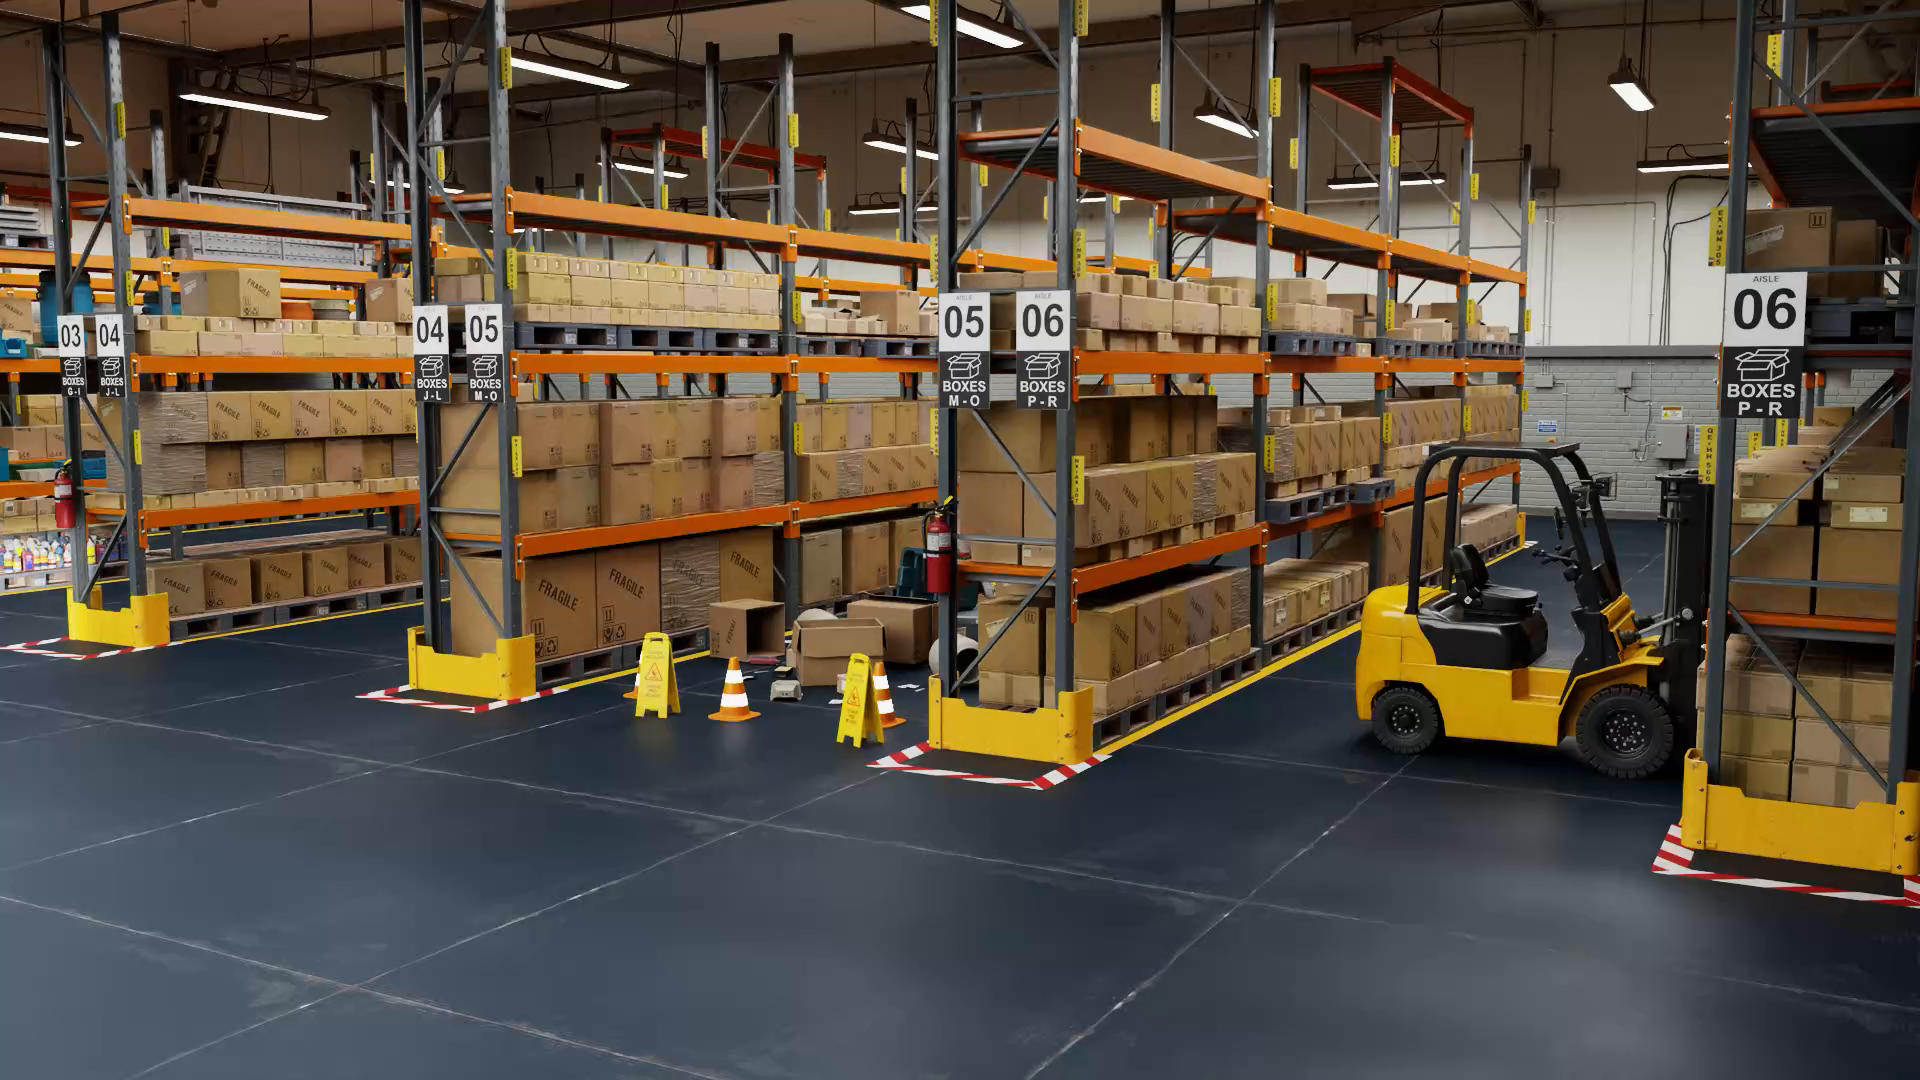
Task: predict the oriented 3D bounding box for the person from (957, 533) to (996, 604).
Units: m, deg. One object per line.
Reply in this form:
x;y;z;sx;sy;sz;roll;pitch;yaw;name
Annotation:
0.174;0.277;18.193;0.865;1.091;0.575;3;7;28;person
